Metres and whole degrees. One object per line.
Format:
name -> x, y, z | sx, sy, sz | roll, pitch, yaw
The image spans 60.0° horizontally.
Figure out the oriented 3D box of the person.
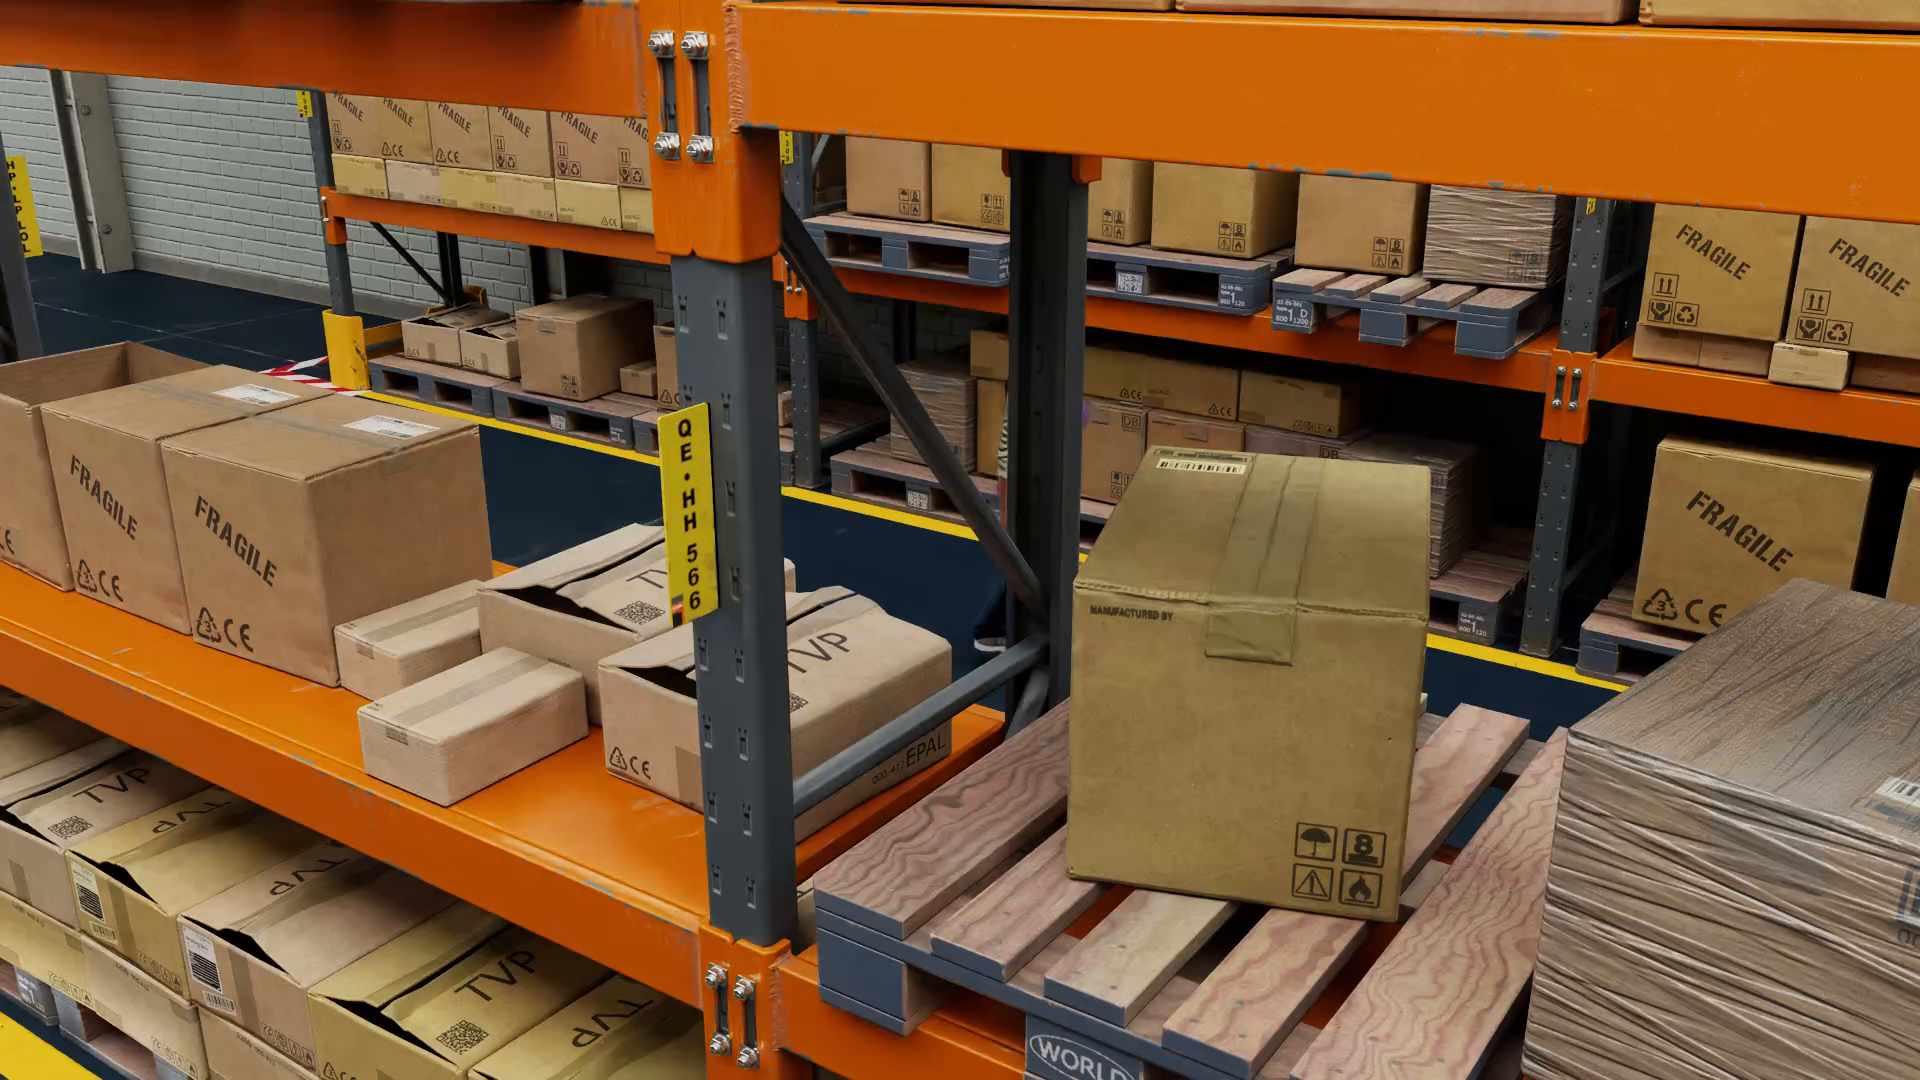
person -> 0.251, -0.170, 6.574 | 0.512, 1.570, 0.475 | 12, 23, 30
